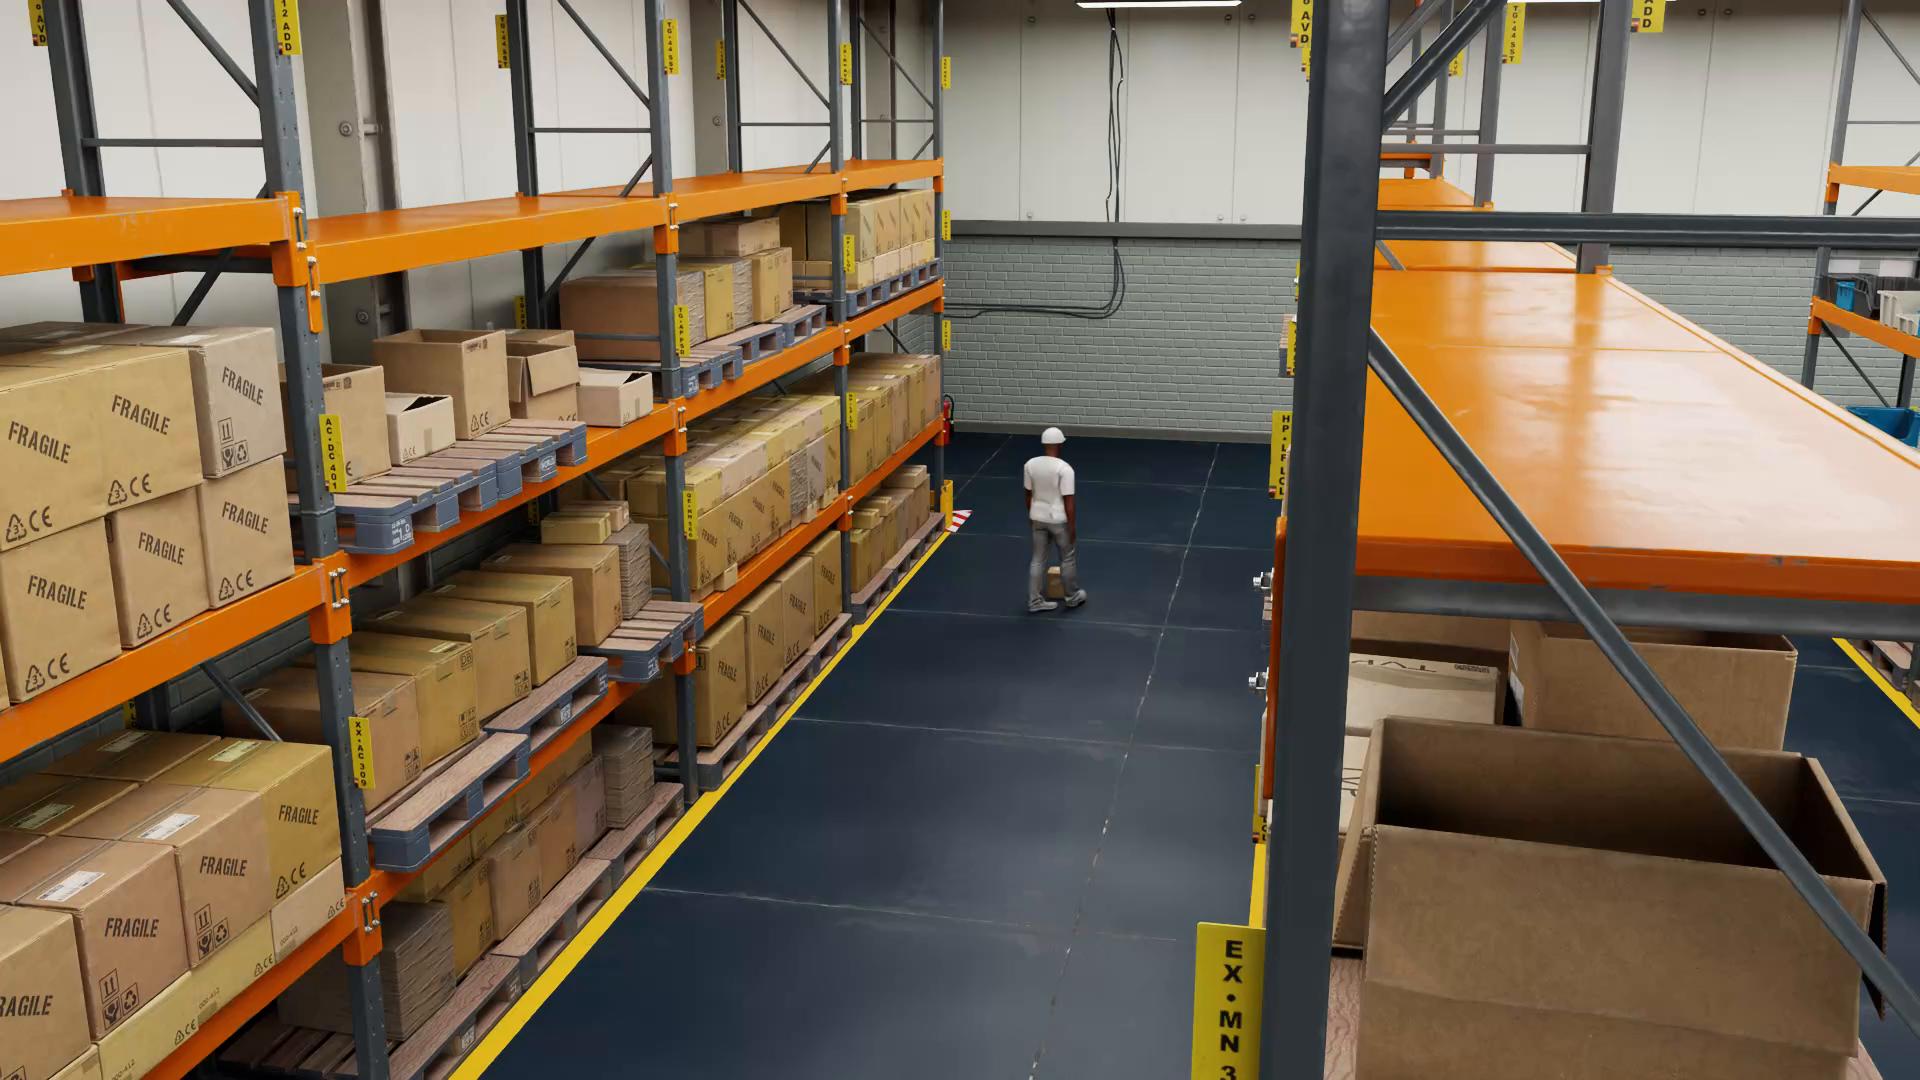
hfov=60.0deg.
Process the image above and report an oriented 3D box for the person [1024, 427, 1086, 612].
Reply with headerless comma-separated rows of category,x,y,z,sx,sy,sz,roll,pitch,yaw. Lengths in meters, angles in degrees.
person,0.926,-0.213,15.770,0.565,1.760,0.685,10,18,34
